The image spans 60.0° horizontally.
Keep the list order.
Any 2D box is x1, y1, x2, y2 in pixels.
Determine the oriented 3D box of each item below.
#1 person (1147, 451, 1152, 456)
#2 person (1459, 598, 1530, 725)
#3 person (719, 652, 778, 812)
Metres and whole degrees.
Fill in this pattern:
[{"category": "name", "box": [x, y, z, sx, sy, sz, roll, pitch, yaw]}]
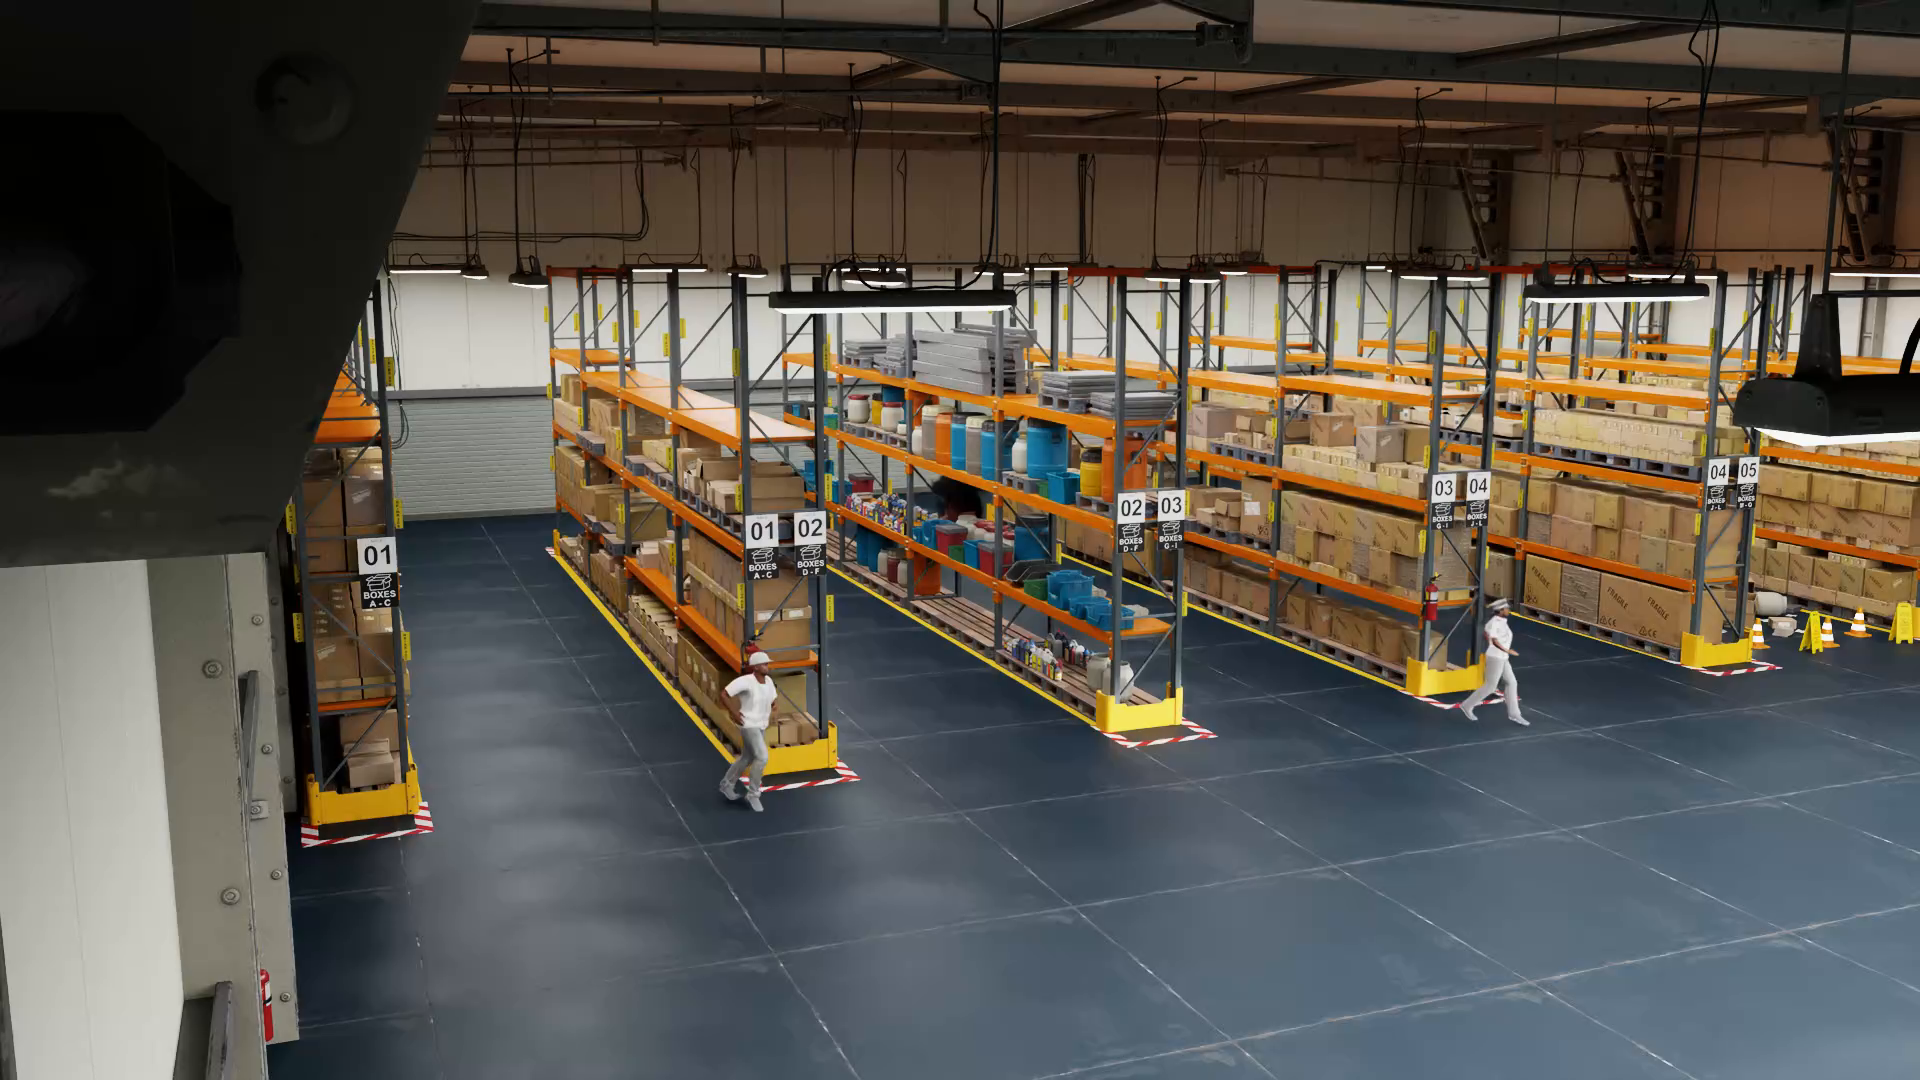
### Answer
[{"category": "person", "box": [4.367, -1.285, 39.346, 0.696, 1.640, 0.892, 0, 10, 2]}, {"category": "person", "box": [7.284, 1.622, 22.498, 0.912, 1.683, 0.667, 4, 11, 23]}, {"category": "person", "box": [-2.422, 2.177, 19.228, 0.701, 1.797, 0.706, 4, 11, 23]}]
